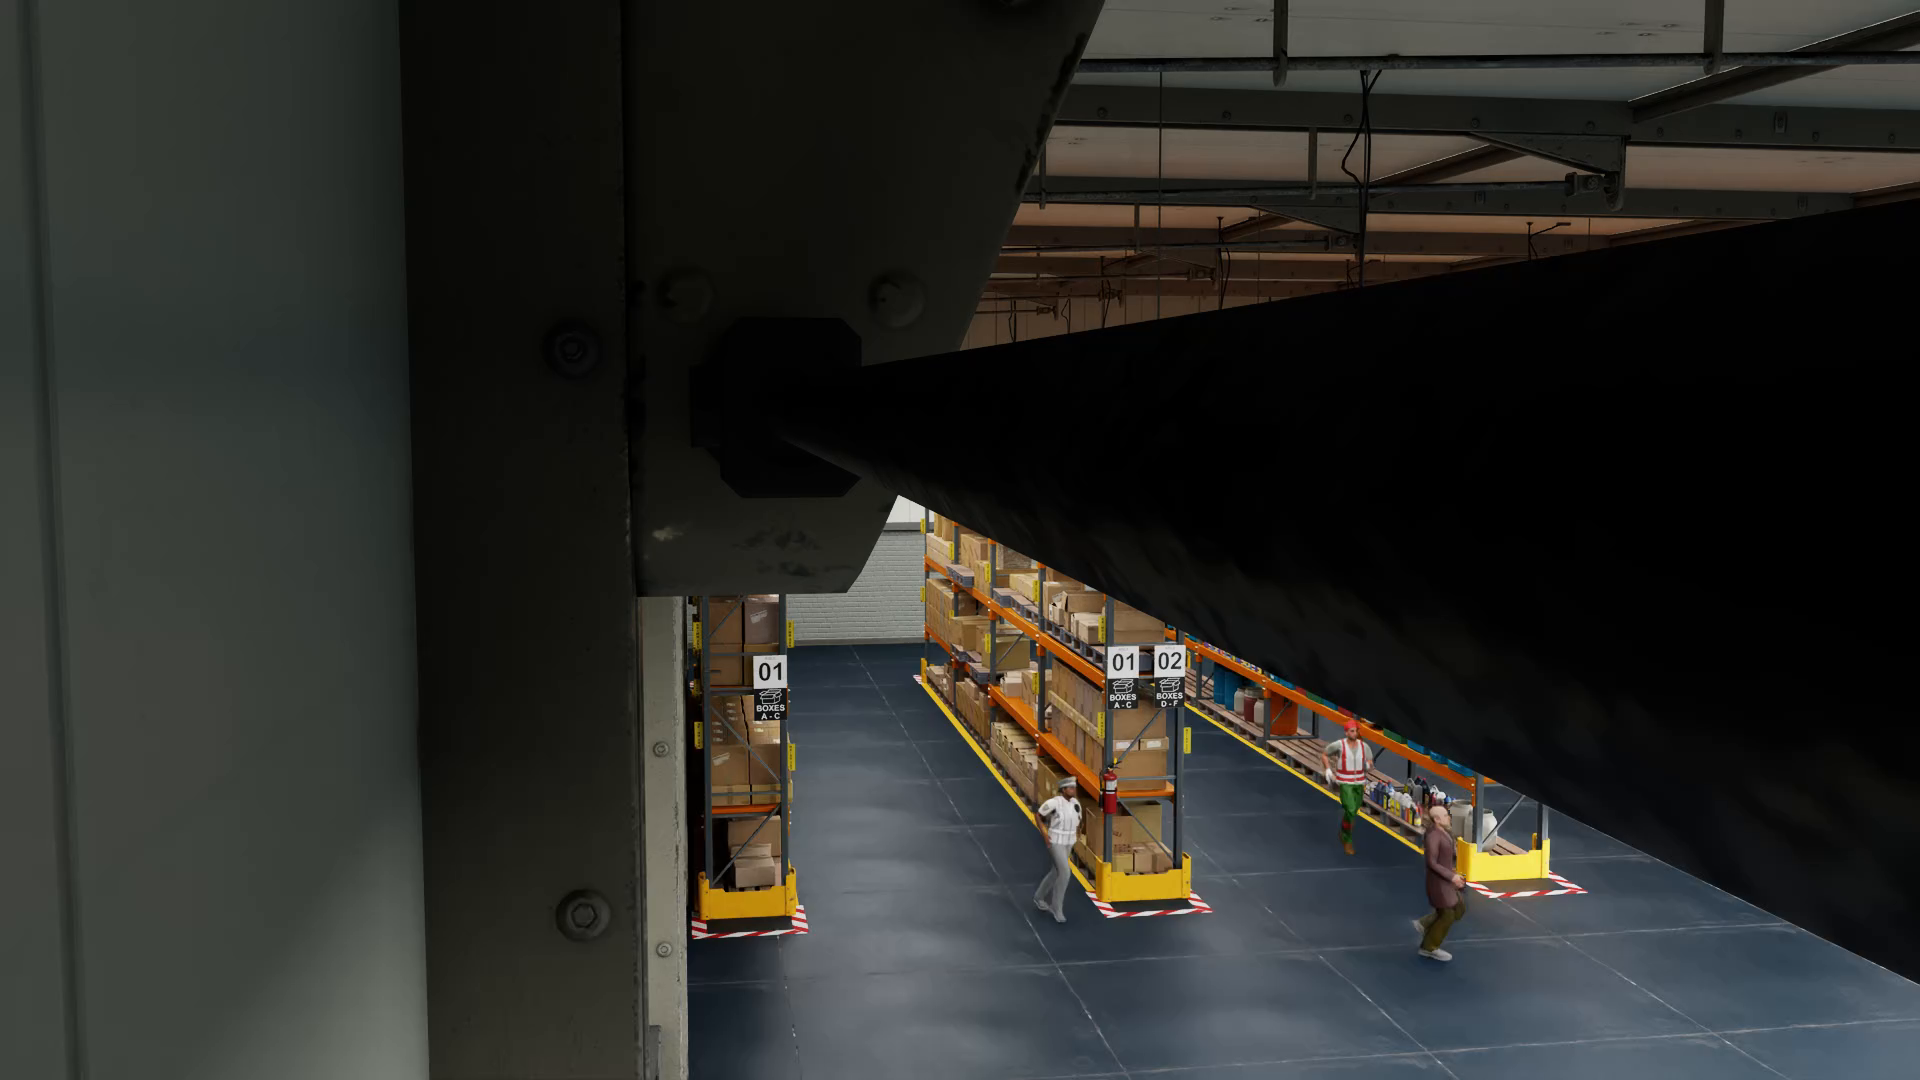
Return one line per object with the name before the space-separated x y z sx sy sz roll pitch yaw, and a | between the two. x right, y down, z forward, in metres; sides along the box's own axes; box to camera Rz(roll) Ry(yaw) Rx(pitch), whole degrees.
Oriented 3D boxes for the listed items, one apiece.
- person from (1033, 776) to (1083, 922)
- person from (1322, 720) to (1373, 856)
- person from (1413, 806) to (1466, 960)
person | 1.225 3.732 20.265 0.588 1.729 0.680 -5 7 -44
person | 5.405 3.411 23.044 0.643 1.846 0.774 -1 5 -16
person | 5.379 3.829 18.638 0.571 1.740 0.717 2 5 21
